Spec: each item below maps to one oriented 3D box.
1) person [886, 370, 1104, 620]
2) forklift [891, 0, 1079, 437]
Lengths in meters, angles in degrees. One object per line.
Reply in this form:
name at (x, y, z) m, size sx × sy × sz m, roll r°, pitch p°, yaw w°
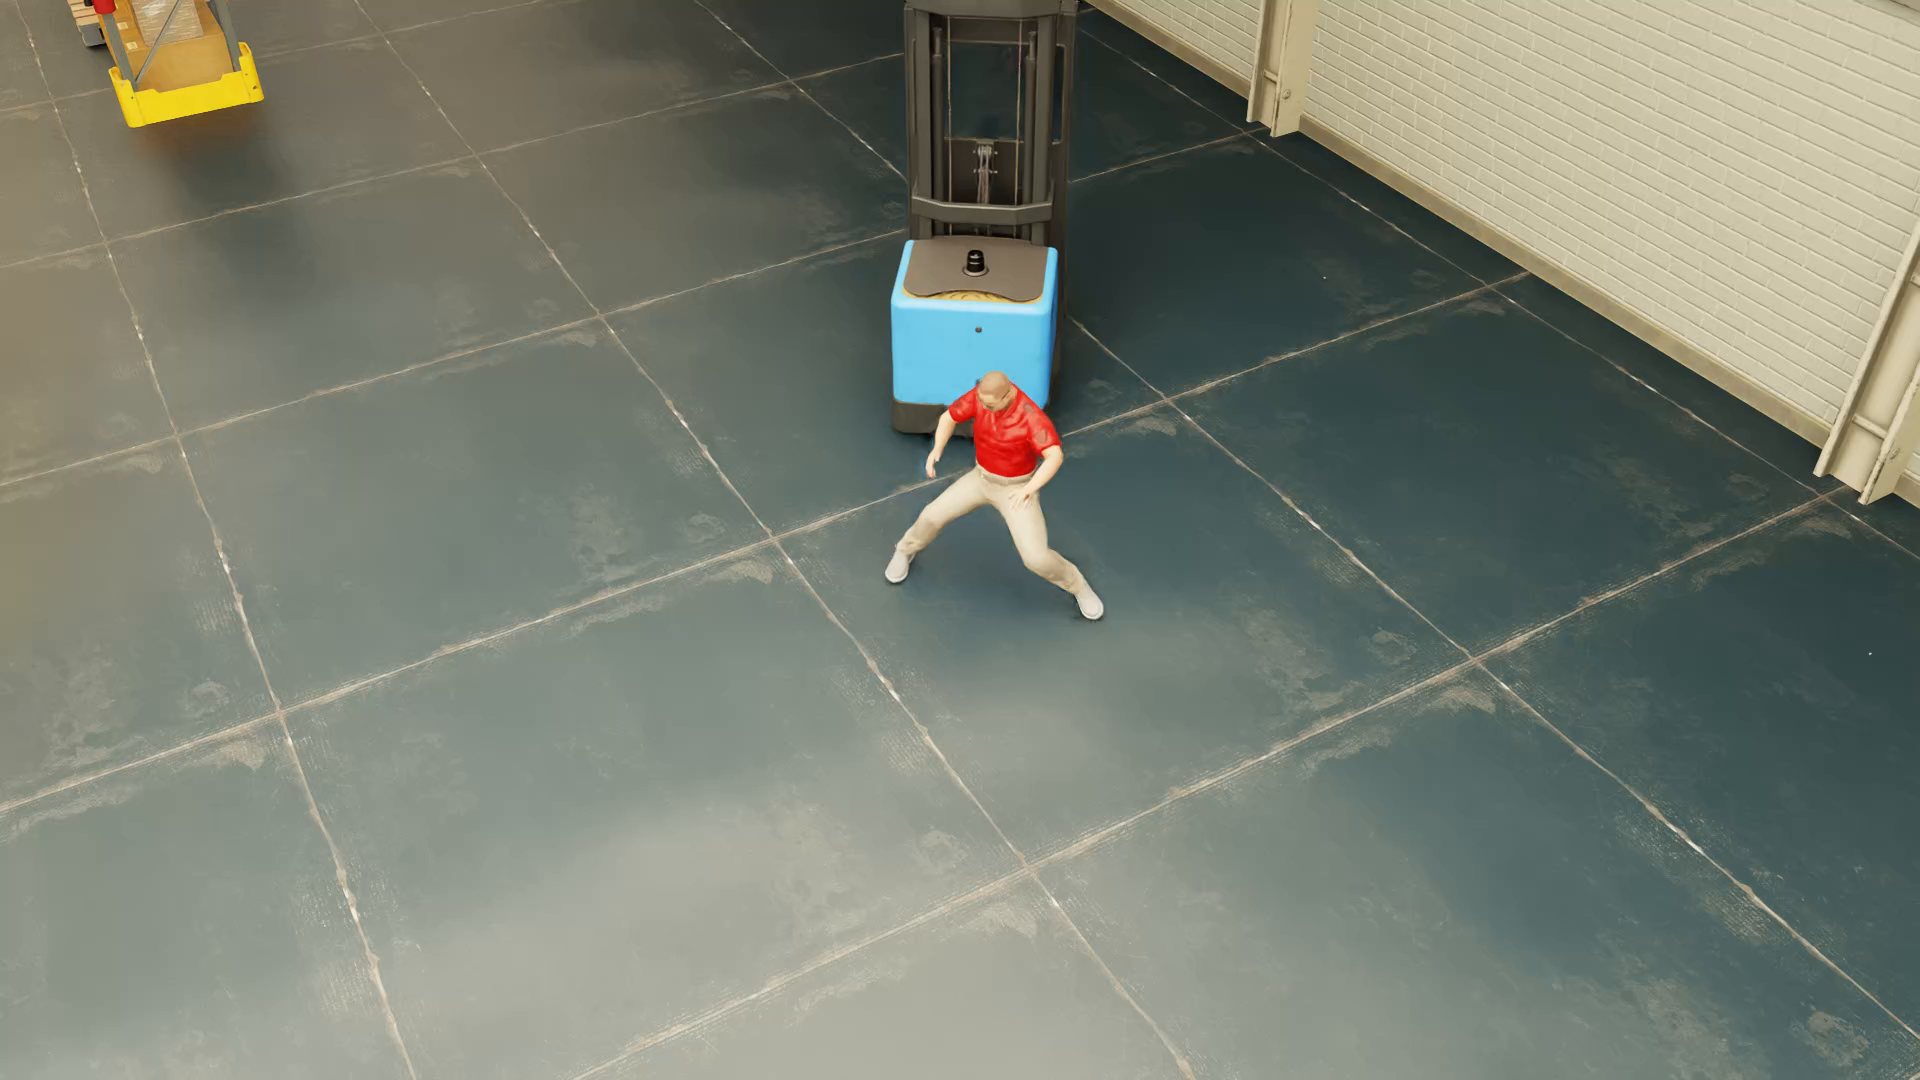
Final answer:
person at (0.189, -0.272, 9.473) m, size 1.309 × 1.512 × 0.712 m, roll 30°, pitch 48°, yaw 31°
forklift at (0.215, -2.721, 11.317) m, size 1.130 × 2.935 × 3.031 m, roll 4°, pitch 40°, yaw 5°
